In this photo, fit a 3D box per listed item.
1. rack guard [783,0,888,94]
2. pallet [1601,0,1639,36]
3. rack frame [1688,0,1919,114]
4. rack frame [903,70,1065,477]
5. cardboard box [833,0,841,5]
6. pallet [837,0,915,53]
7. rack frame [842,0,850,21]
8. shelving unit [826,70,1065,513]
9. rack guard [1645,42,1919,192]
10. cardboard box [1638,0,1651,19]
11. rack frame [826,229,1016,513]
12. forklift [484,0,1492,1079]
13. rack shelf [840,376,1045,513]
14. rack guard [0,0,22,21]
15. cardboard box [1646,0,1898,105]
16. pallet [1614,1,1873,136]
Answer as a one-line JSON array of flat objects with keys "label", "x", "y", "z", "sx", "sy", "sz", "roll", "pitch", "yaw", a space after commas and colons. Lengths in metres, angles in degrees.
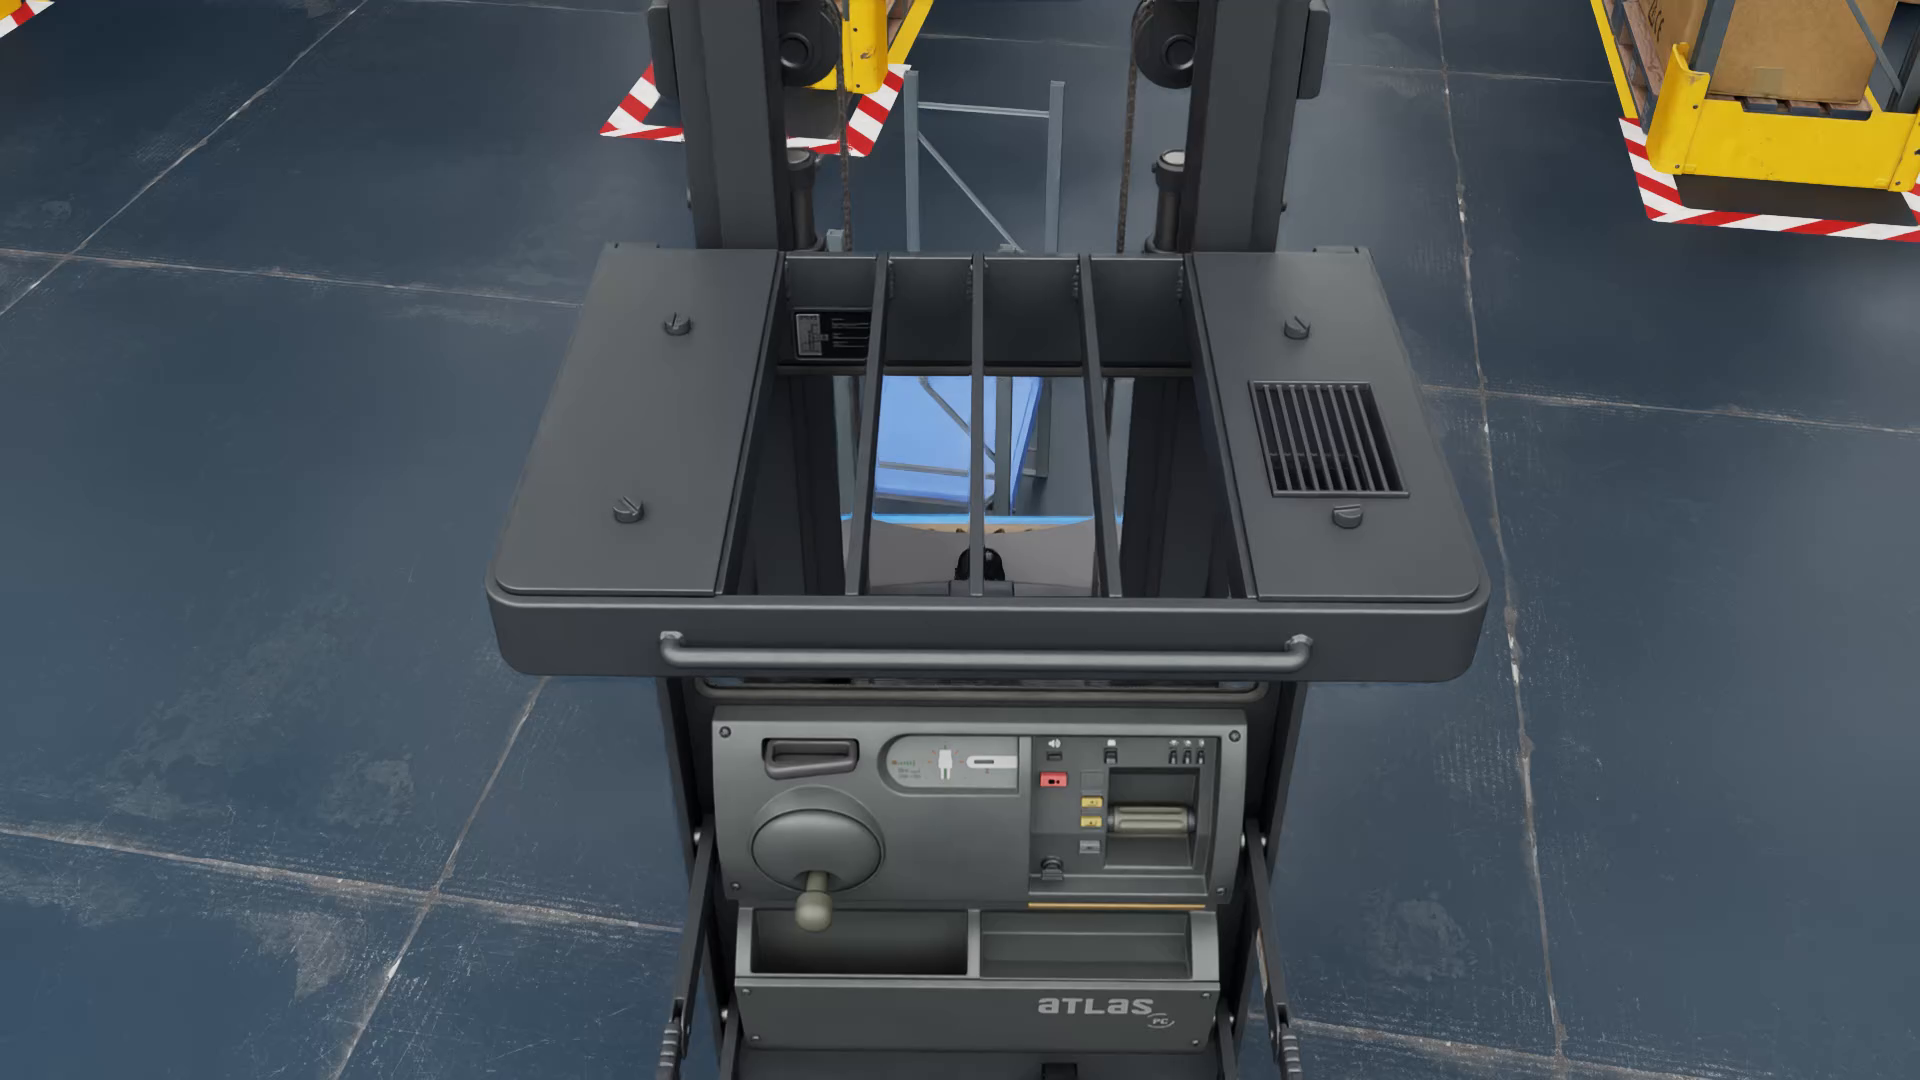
[{"label": "rack guard", "x": -0.972, "y": -2.643, "z": 8.555, "sx": 1.175, "sy": 0.500, "sz": 0.348, "roll": 6, "pitch": 40, "yaw": 8}, {"label": "pallet", "x": 4.157, "y": -3.148, "z": 9.392, "sx": 1.003, "sy": 0.211, "sz": 1.213, "roll": 6, "pitch": 40, "yaw": 8}, {"label": "rack frame", "x": 3.882, "y": -2.949, "z": 6.962, "sx": 1.000, "sy": 3.000, "sz": 0.127, "roll": 6, "pitch": 40, "yaw": 8}, {"label": "rack frame", "x": 0.073, "y": -0.844, "z": 5.593, "sx": 0.500, "sy": 1.500, "sz": 0.032, "roll": 6, "pitch": 40, "yaw": 8}, {"label": "cardboard box", "x": -0.861, "y": -3.148, "z": 8.835, "sx": 0.500, "sy": 0.500, "sz": 0.500, "roll": 14, "pitch": 41, "yaw": 16}, {"label": "pallet", "x": -0.797, "y": -3.038, "z": 9.259, "sx": 1.003, "sy": 0.211, "sz": 1.213, "roll": 6, "pitch": 40, "yaw": 8}, {"label": "rack frame", "x": -0.985, "y": -3.559, "z": 7.701, "sx": 1.000, "sy": 3.000, "sz": 0.127, "roll": 6, "pitch": 40, "yaw": 8}, {"label": "shelving unit", "x": -0.015, "y": -0.524, "z": 5.207, "sx": 0.538, "sy": 1.500, "sz": 1.048, "roll": 6, "pitch": 40, "yaw": 8}, {"label": "rack guard", "x": 3.878, "y": -1.970, "z": 7.741, "sx": 1.175, "sy": 0.500, "sz": 0.348, "roll": 6, "pitch": 40, "yaw": 8}, {"label": "cardboard box", "x": 4.085, "y": -3.277, "z": 8.697, "sx": 0.875, "sy": 0.875, "sz": 0.875, "roll": 6, "pitch": 40, "yaw": 7}, {"label": "rack frame", "x": -0.103, "y": -0.205, "z": 4.821, "sx": 0.500, "sy": 1.500, "sz": 0.032, "roll": 6, "pitch": 40, "yaw": 8}, {"label": "forklift", "x": 0.033, "y": 0.568, "z": 2.763, "sx": 1.130, "sy": 2.935, "sz": 3.031, "roll": 0, "pitch": 40, "yaw": 0}, {"label": "rack shelf", "x": -0.015, "y": -0.386, "z": 5.322, "sx": 0.538, "sy": 0.185, "sz": 1.000, "roll": 6, "pitch": 40, "yaw": 8}, {"label": "rack guard", "x": -5.897, "y": -3.195, "z": 9.222, "sx": 1.175, "sy": 0.500, "sz": 0.348, "roll": 6, "pitch": 40, "yaw": 8}, {"label": "cardboard box", "x": 3.934, "y": -2.725, "z": 8.029, "sx": 0.875, "sy": 0.875, "sz": 0.875, "roll": 7, "pitch": 40, "yaw": 8}, {"label": "pallet", "x": 3.944, "y": -2.384, "z": 8.468, "sx": 1.003, "sy": 0.211, "sz": 1.213, "roll": 6, "pitch": 40, "yaw": 8}]
